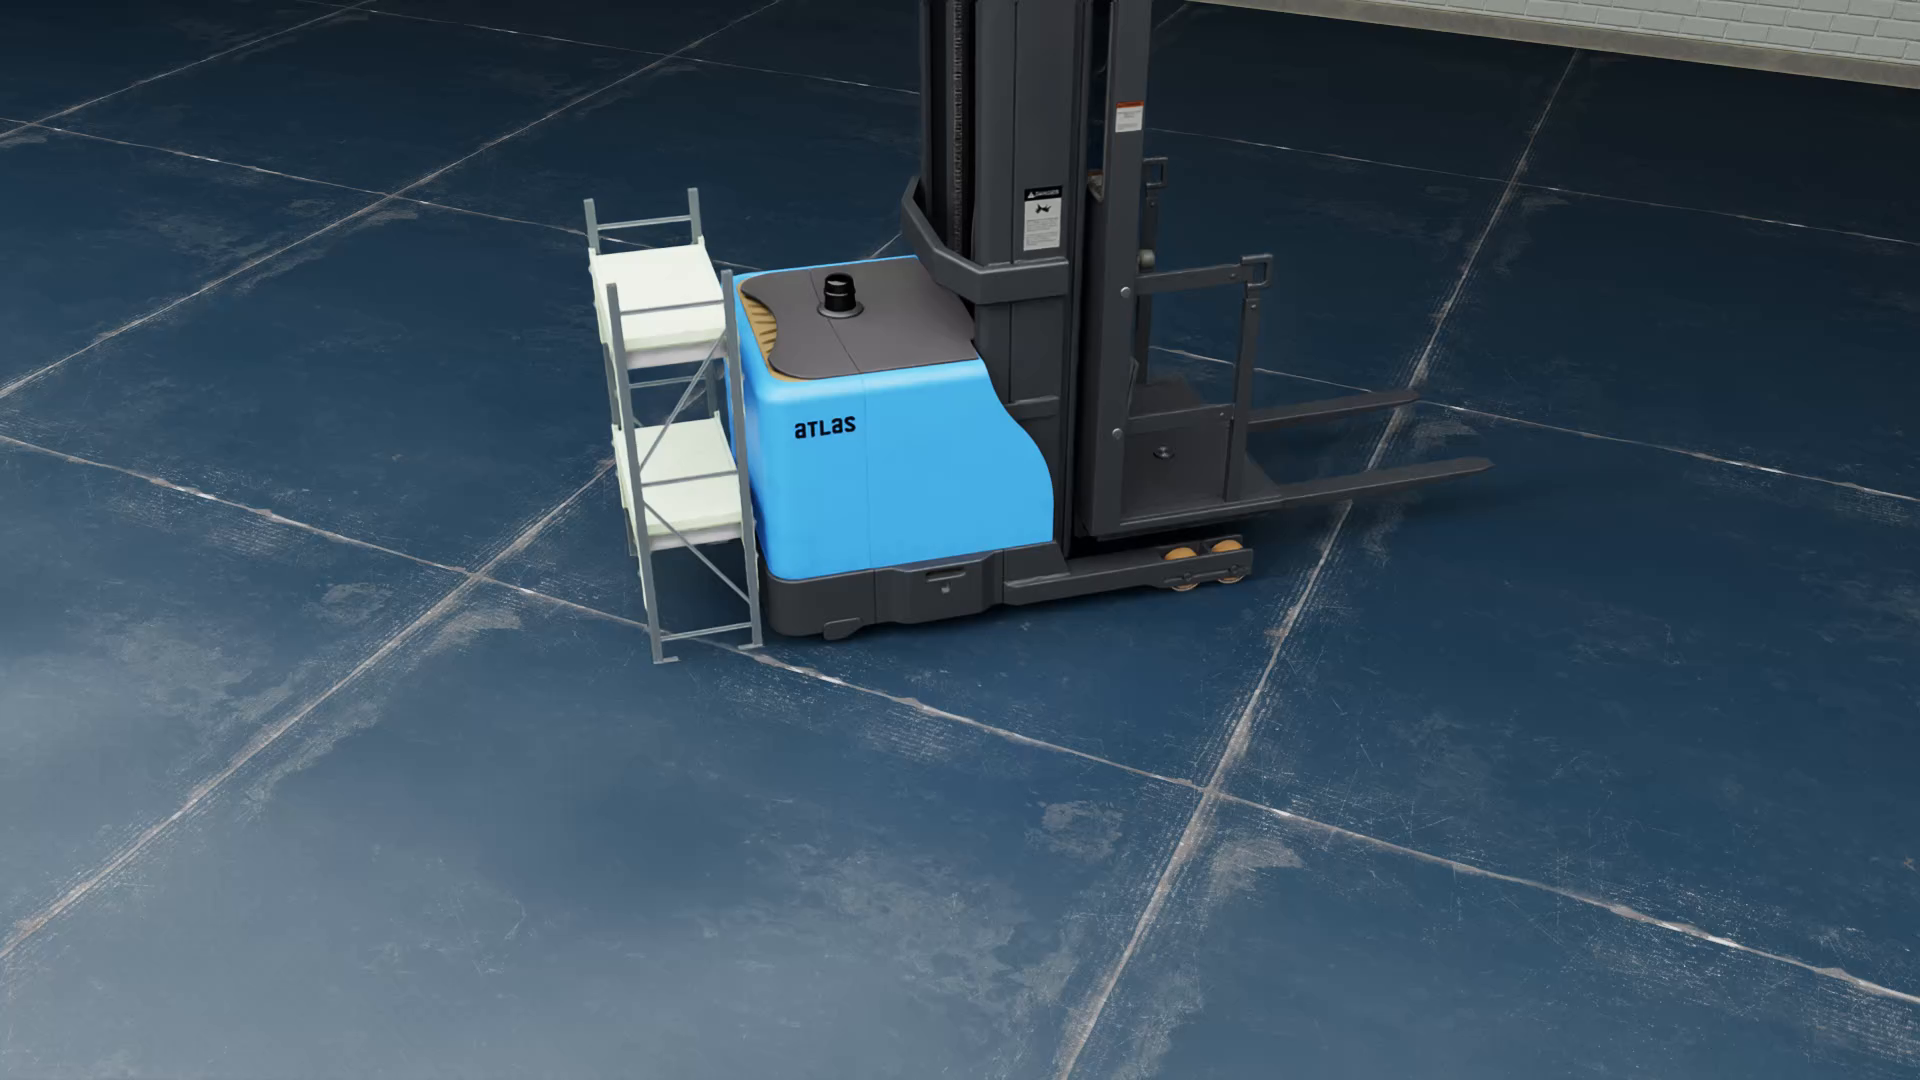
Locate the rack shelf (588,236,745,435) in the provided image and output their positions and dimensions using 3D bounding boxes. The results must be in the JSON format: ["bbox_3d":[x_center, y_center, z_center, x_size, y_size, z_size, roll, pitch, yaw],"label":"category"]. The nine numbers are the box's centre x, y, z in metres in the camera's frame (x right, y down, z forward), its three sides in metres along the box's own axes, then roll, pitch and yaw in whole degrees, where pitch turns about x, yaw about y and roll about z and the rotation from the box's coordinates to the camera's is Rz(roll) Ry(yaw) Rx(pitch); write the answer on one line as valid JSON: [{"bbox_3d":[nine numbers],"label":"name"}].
[{"bbox_3d":[-1.026,-0.726,5.778,0.431,0.370,0.720,-9,34,-13],"label":"rack shelf"}]

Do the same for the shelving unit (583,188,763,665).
[{"bbox_3d":[-1.026,-0.400,5.992,0.431,1.500,0.755,-9,34,-13],"label":"shelving unit"}]

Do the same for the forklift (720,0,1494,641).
[{"bbox_3d":[0.643,-1.298,6.057,3.031,2.935,1.130,-9,34,-13],"label":"forklift"}]

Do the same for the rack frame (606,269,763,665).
[{"bbox_3d":[-0.924,-0.207,5.698,0.400,1.500,0.023,-9,34,-13],"label":"rack frame"}]

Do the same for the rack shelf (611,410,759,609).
[{"bbox_3d":[-1.026,-0.127,6.170,0.431,0.370,0.720,-9,34,-13],"label":"rack shelf"}]

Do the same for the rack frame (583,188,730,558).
[{"bbox_3d":[-1.127,-0.592,6.286,0.400,1.500,0.023,-9,34,-13],"label":"rack frame"}]
